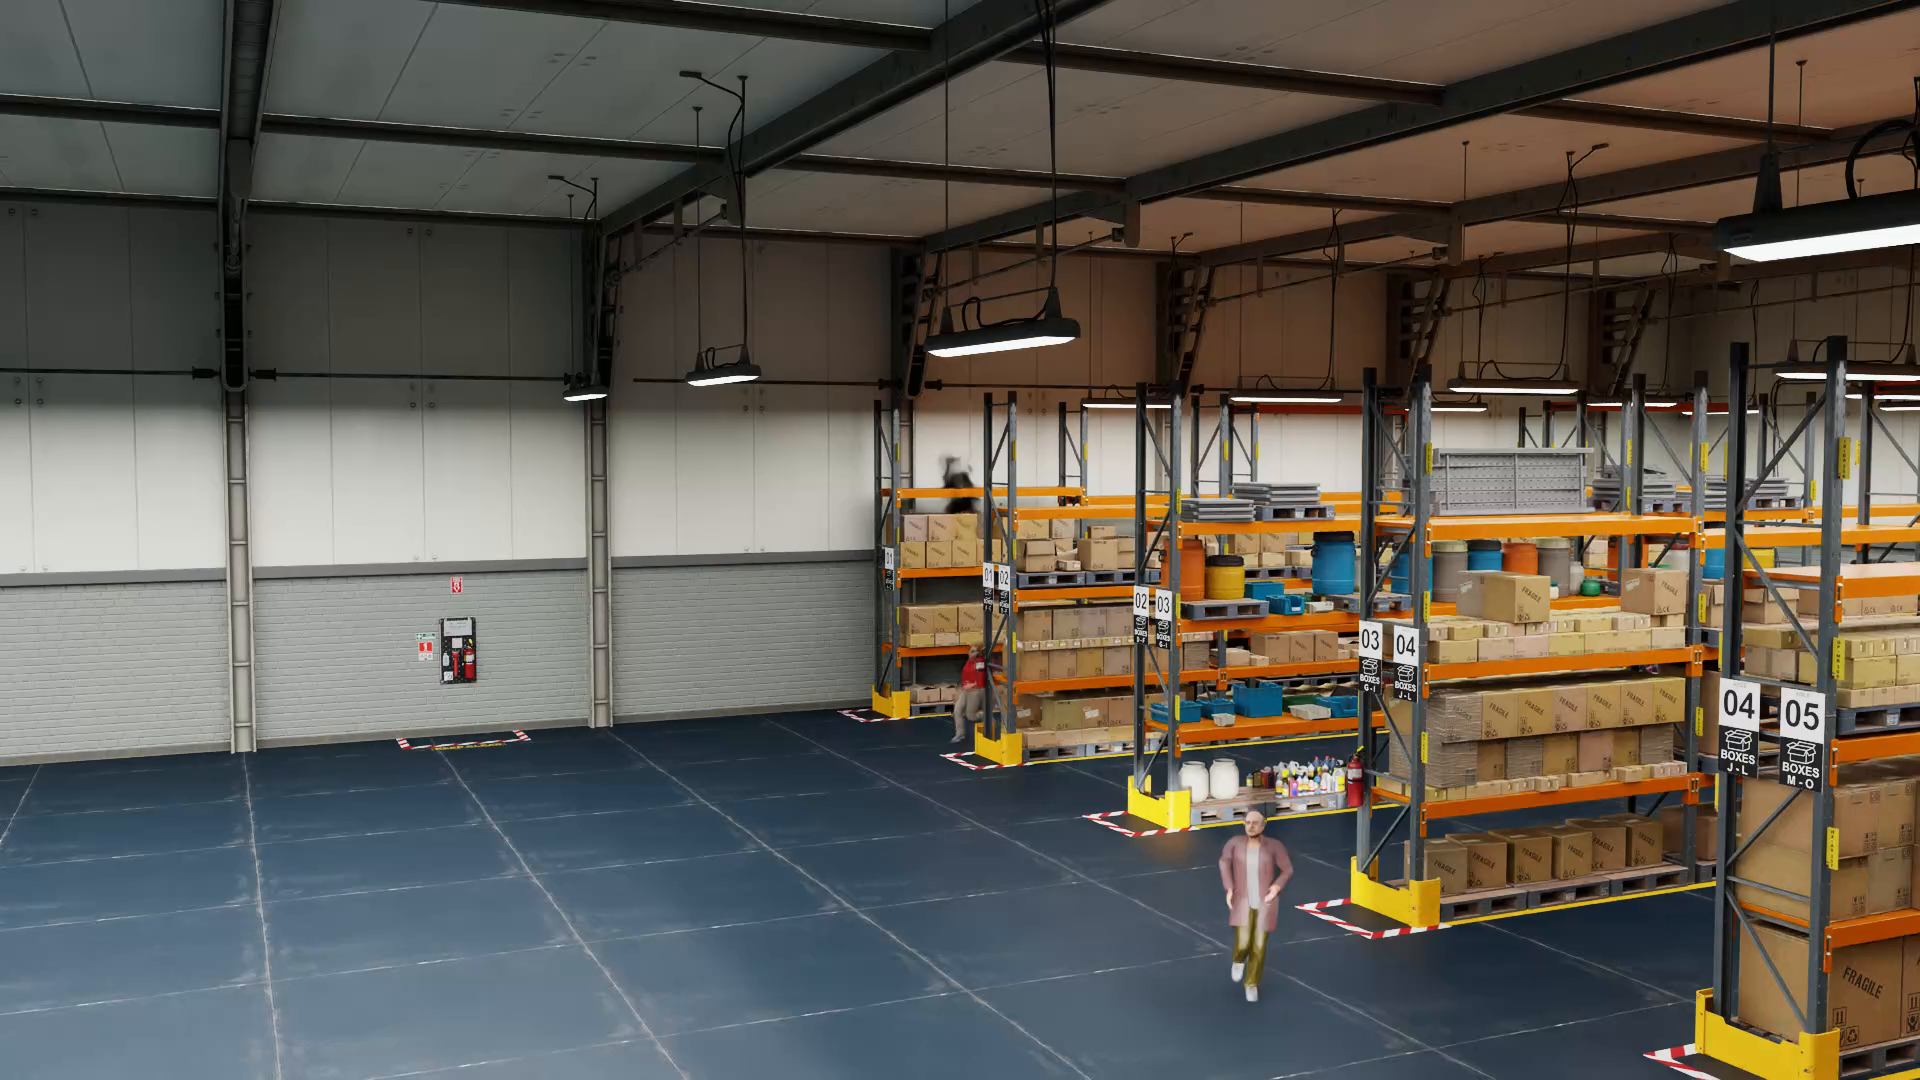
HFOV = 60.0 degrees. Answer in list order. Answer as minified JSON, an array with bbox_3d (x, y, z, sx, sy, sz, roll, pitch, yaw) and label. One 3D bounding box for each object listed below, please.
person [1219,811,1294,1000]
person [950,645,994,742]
[{"bbox_3d":[2.737,3.396,15.489,0.681,1.748,0.614,1,3,14],"label":"person"},{"bbox_3d":[0.260,2.667,28.816,0.822,1.725,0.704,-2,4,-34],"label":"person"}]
